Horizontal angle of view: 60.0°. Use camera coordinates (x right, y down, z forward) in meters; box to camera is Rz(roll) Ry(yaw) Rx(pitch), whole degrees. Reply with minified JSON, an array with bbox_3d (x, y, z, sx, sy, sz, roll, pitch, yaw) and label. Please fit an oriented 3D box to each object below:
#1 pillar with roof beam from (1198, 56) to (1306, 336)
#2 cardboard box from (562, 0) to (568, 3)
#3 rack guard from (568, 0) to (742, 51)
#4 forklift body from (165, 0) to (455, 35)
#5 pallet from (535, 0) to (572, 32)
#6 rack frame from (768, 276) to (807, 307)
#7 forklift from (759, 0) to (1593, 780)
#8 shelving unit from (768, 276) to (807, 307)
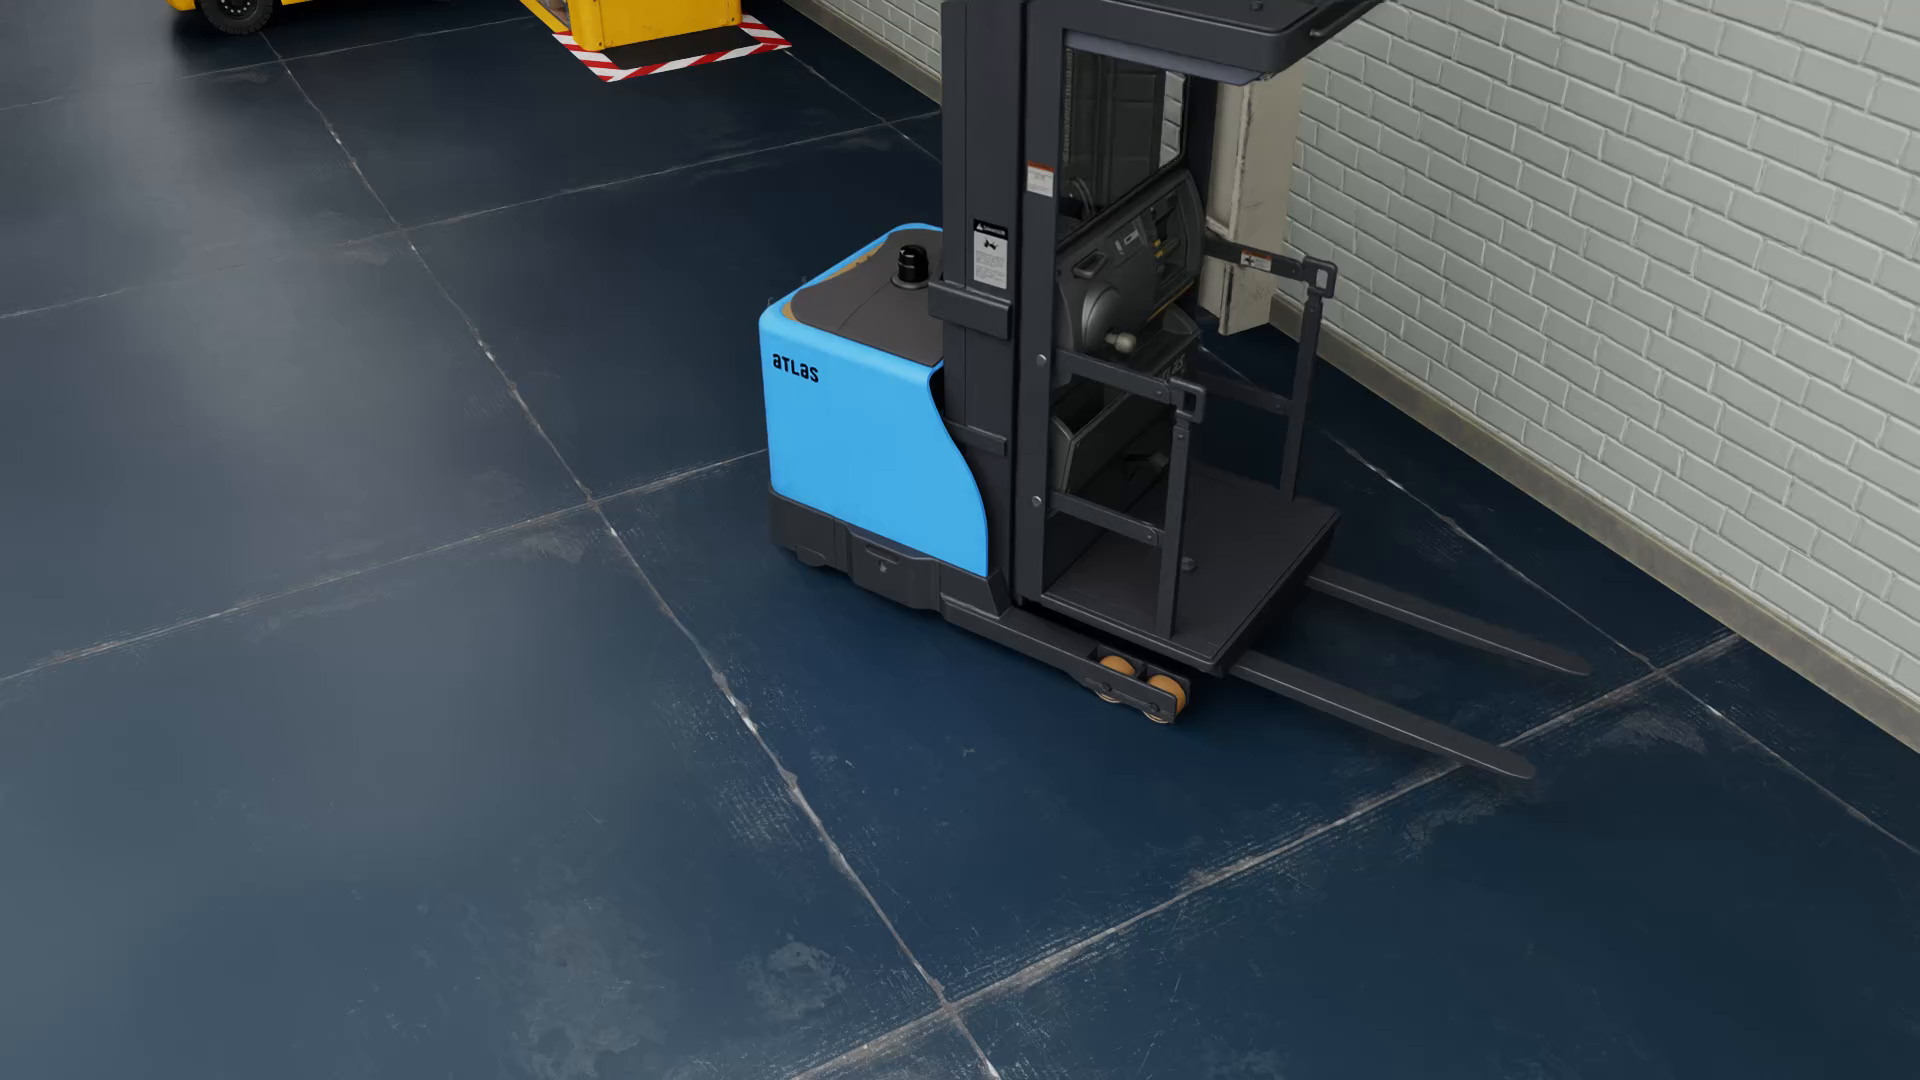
[{"bbox_3d":[-2.399,-3.500,3.913,9.100,9.000,0.400,-19,40,-24],"label":"pillar with roof beam"},{"bbox_3d":[-2.629,-3.996,11.653,0.500,0.250,0.500,-19,40,-24],"label":"cardboard box"},{"bbox_3d":[-2.108,-3.769,11.487,1.175,0.500,0.348,-19,40,-24],"label":"rack guard"},{"bbox_3d":[-4.650,-4.875,11.601,2.313,2.155,1.214,-19,40,-24],"label":"forklift body"},{"bbox_3d":[-2.541,-4.042,12.106,1.003,0.211,1.213,-19,40,-24],"label":"pallet"},{"bbox_3d":[-0.684,-0.638,6.861,0.006,0.900,0.240,22,41,27],"label":"rack frame"},{"bbox_3d":[0.754,-0.897,5.493,3.031,2.935,1.130,22,41,27],"label":"forklift"},{"bbox_3d":[-0.599,-0.605,6.816,0.210,0.900,0.258,22,41,27],"label":"shelving unit"}]
